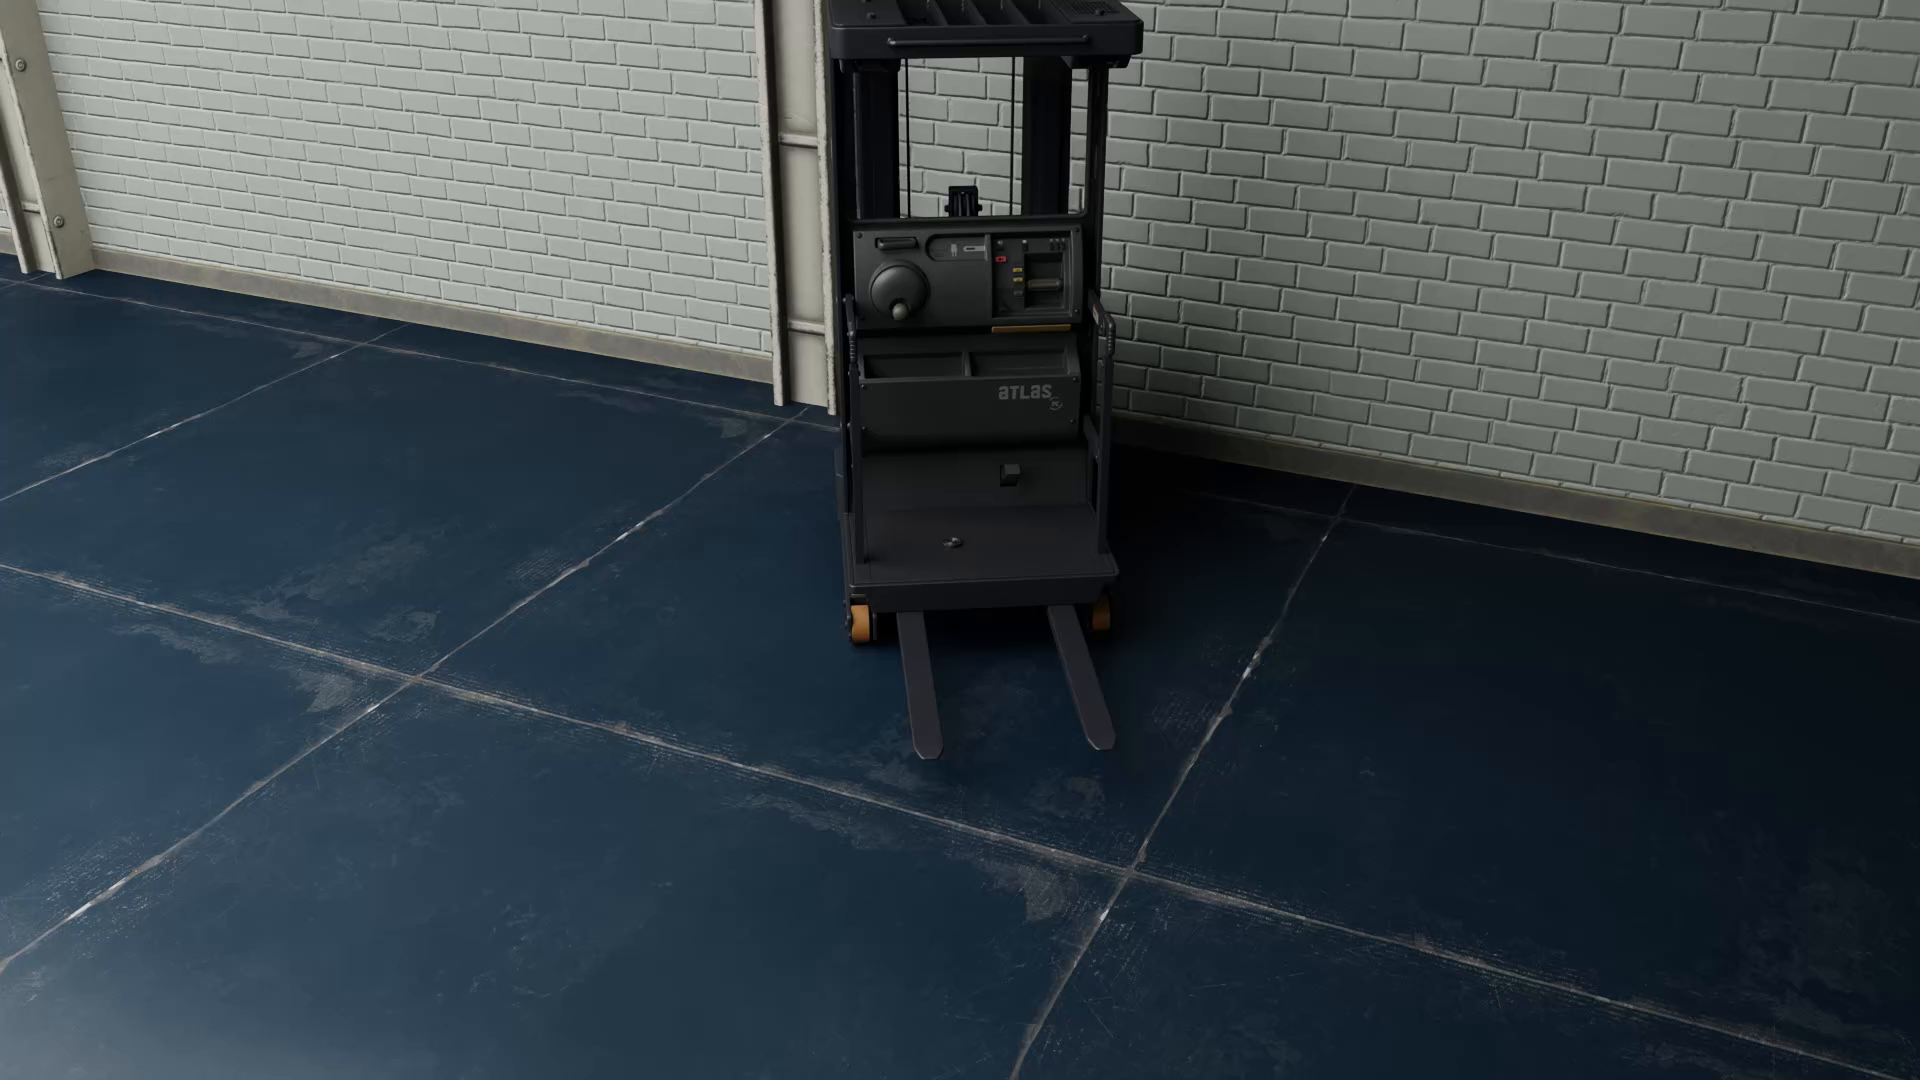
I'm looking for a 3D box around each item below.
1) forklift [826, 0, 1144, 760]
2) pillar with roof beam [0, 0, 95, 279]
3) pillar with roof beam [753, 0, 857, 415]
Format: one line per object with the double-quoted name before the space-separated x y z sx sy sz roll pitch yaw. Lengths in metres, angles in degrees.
"forklift" 0.059 -1.041 6.547 1.130 2.935 3.031 -2 26 -5
"pillar with roof beam" -8.040 -4.186 6.065 0.400 9.000 9.100 11 28 22
"pillar with roof beam" -2.578 -3.089 3.837 0.400 9.000 9.100 11 28 22
